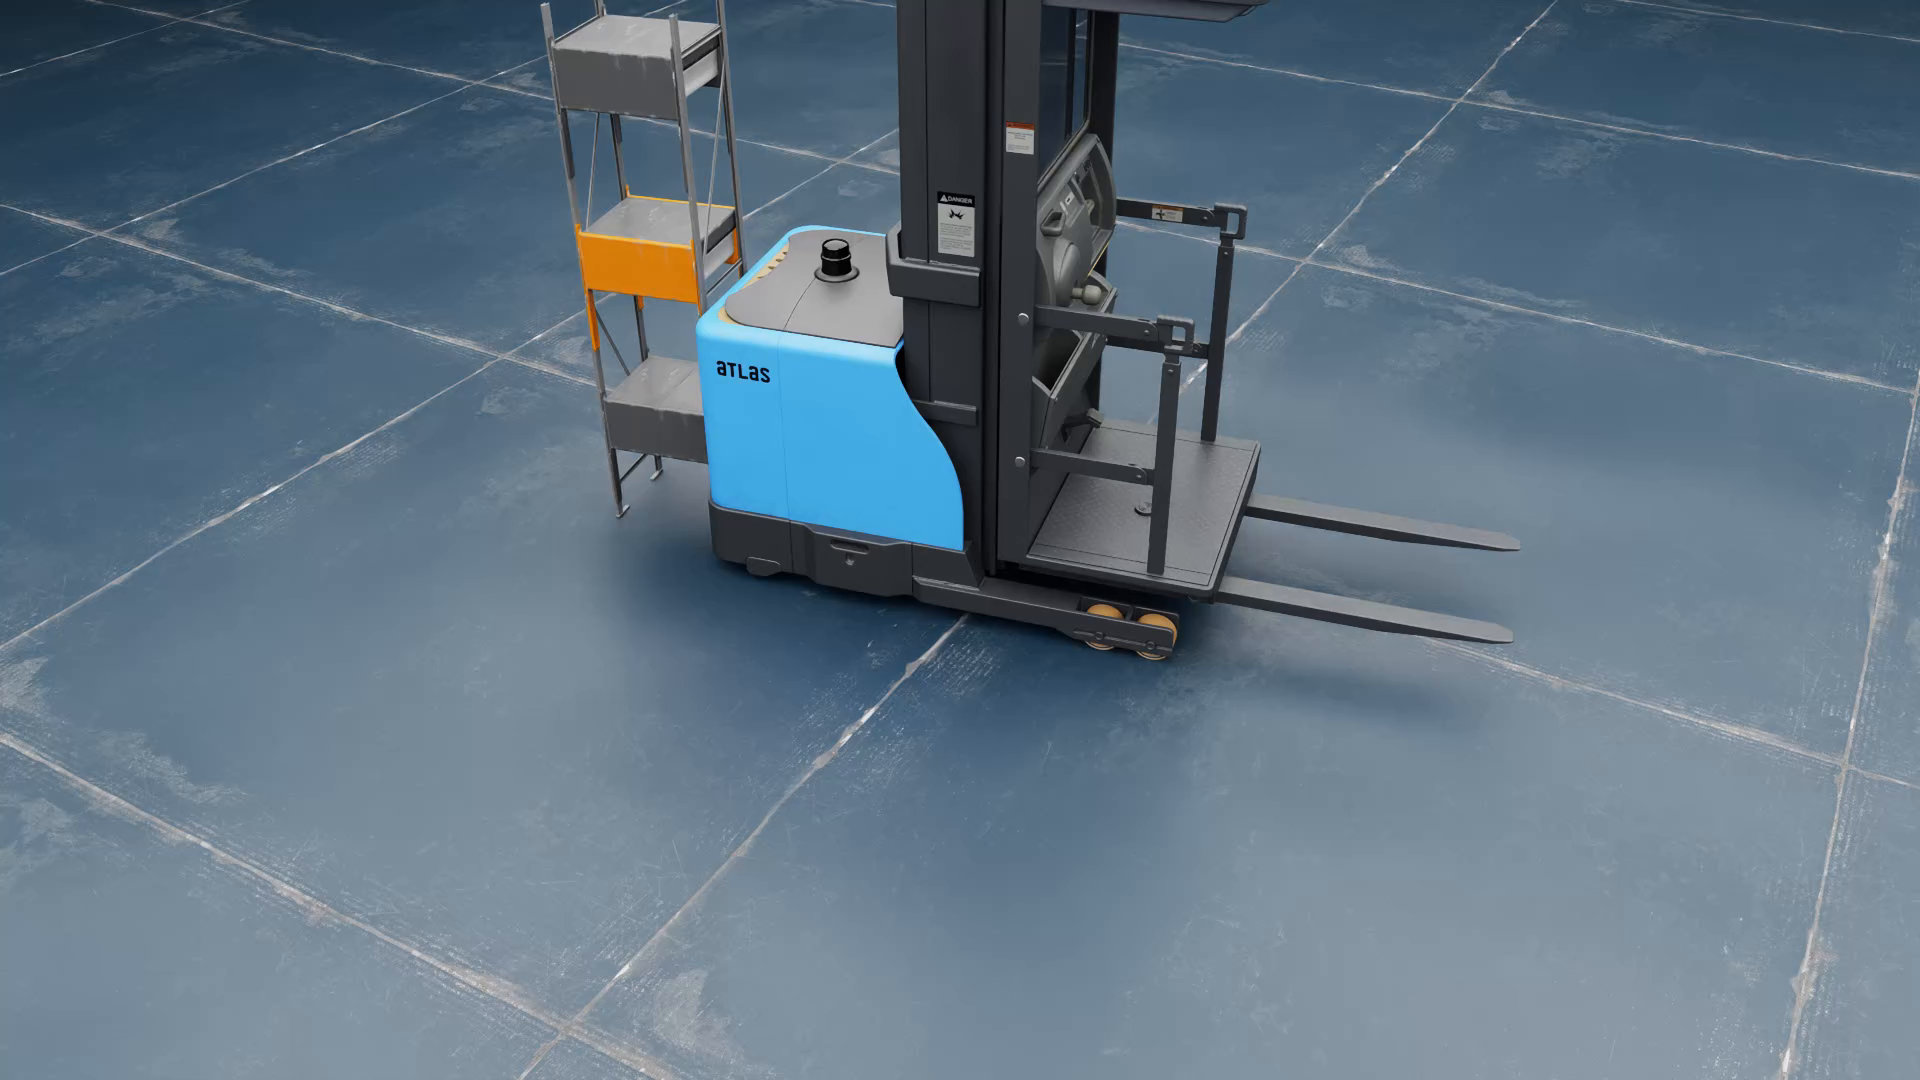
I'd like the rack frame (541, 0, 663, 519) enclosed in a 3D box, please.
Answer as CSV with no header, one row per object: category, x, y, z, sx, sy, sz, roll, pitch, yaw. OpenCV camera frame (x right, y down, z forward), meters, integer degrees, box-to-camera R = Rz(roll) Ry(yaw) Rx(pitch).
rack frame,-1.366,-1.071,6.464,0.015,2.100,0.400,10,35,15

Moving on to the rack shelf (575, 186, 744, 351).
rack shelf,-1.134,-1.021,6.408,0.480,0.518,0.431,10,35,15

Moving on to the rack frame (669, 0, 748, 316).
rack frame,-0.901,-0.993,6.337,0.015,2.100,0.400,10,35,15

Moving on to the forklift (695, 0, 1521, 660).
forklift,0.597,-1.112,5.776,3.031,2.935,1.130,10,35,15

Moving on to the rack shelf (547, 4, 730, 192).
rack shelf,-1.141,-1.605,6.022,0.480,0.518,0.431,10,35,15

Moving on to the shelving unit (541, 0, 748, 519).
shelving unit,-1.134,-1.032,6.401,0.503,2.100,0.431,10,35,15

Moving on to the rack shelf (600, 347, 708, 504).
rack shelf,-1.126,-0.437,6.794,0.480,0.518,0.431,10,35,15
